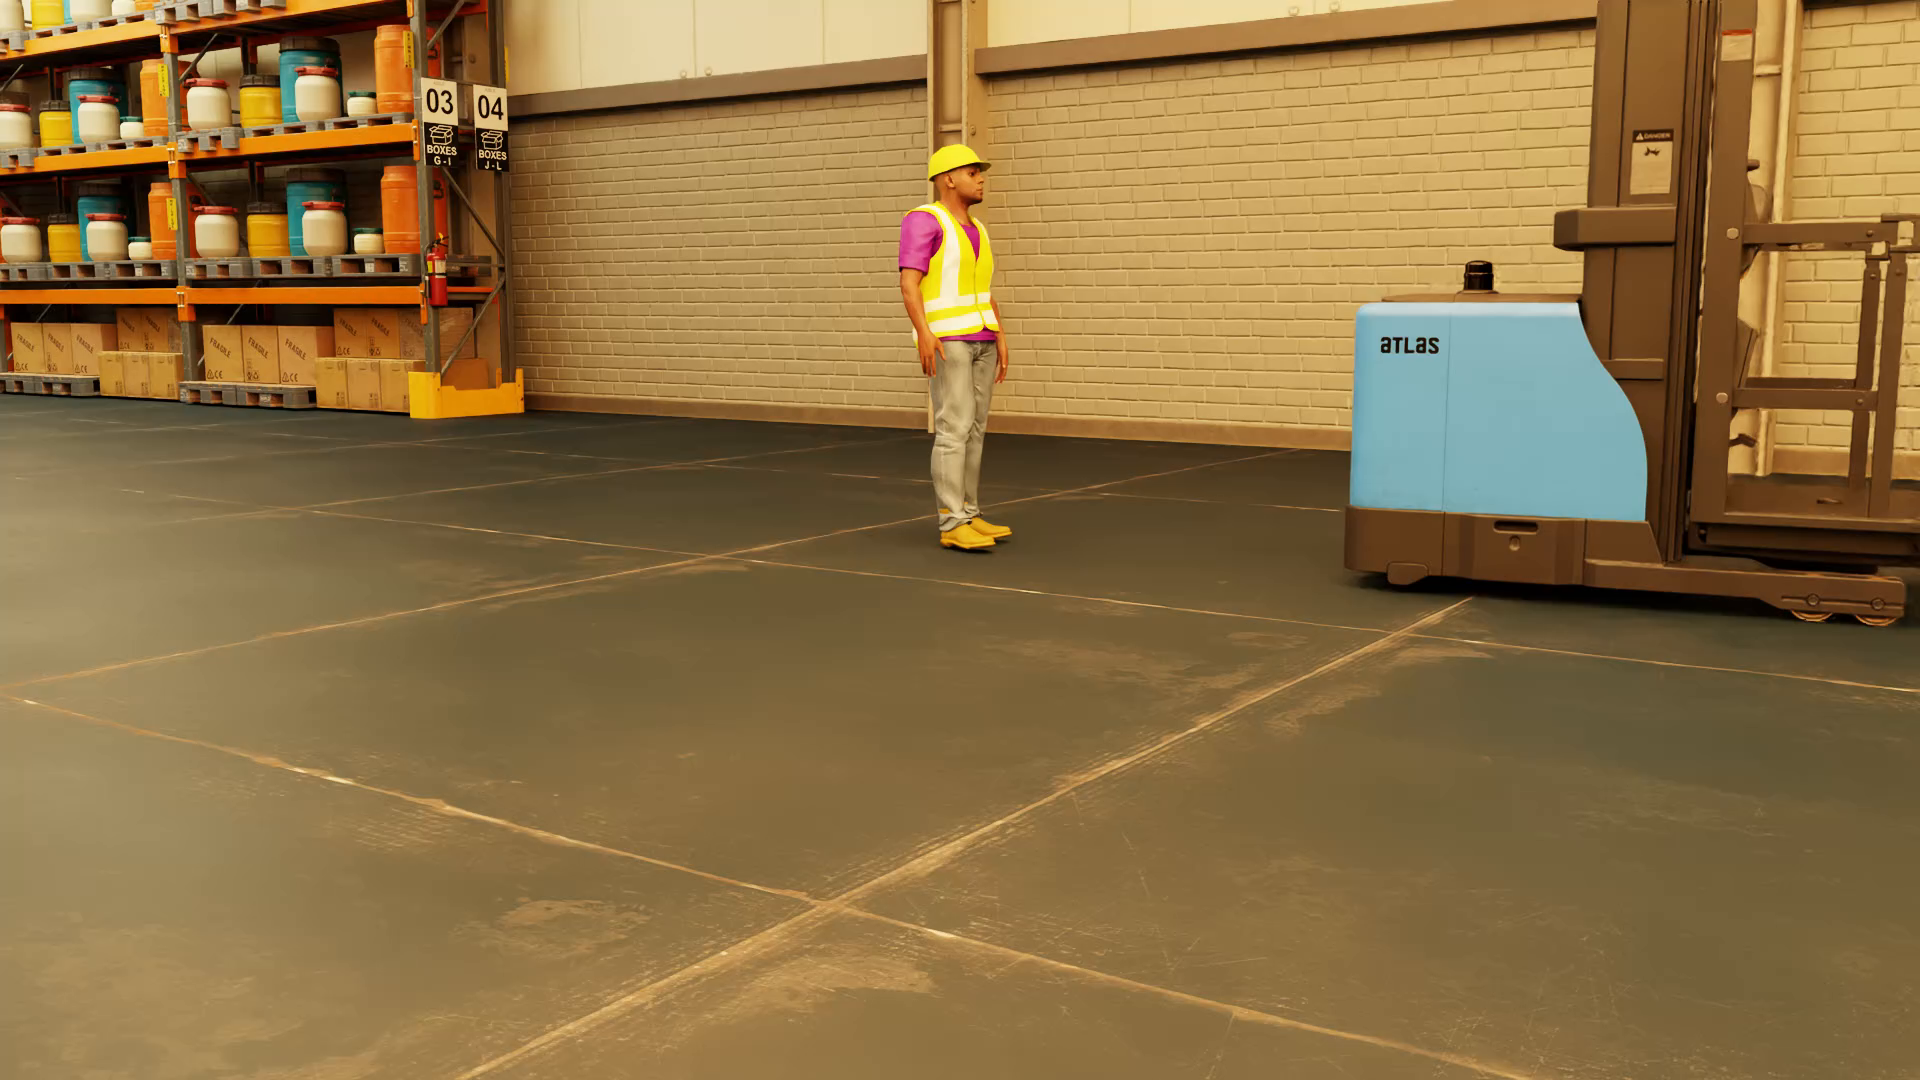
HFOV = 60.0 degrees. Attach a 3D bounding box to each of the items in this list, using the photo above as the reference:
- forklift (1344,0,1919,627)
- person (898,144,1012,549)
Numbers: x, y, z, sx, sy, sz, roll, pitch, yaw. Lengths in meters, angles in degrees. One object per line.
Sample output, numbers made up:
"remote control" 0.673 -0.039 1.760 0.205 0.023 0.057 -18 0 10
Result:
"forklift" 3.030 -1.246 5.956 3.031 2.935 1.130 4 9 24
"person" 0.055 -0.875 7.435 0.575 1.768 0.665 5 10 34
